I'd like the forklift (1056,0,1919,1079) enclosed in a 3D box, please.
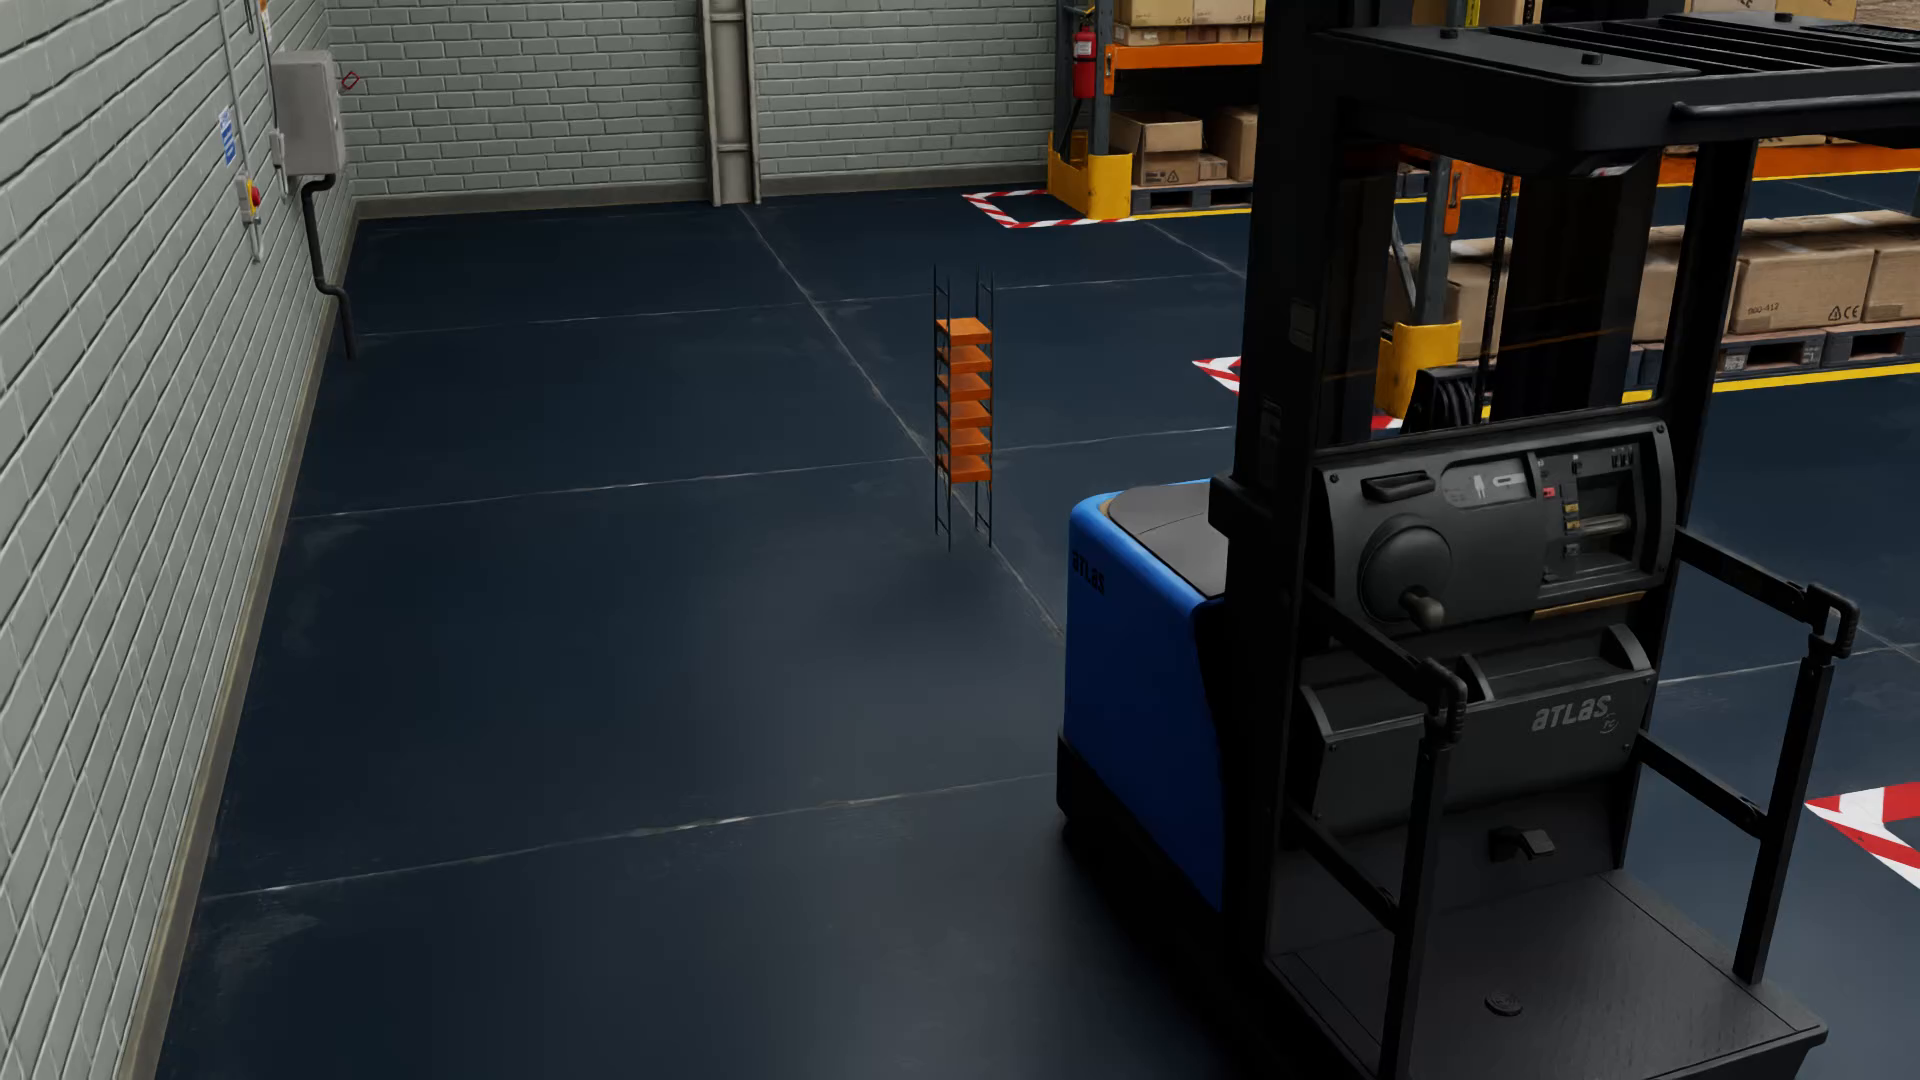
[{"bbox_3d":[1.301,-0.010,3.557,1.130,2.935,3.031,-9,25,-19],"label":"forklift"}]

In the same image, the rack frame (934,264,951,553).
[{"bbox_3d":[-0.074,-0.543,6.994,0.006,1.200,0.240,-6,24,-14],"label":"rack frame"}]

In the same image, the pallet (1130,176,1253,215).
[{"bbox_3d":[1.813,-2.945,13.845,1.213,0.211,1.003,-6,24,-14],"label":"pallet"}]

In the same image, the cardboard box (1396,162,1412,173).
[{"bbox_3d":[3.420,-3.393,13.991,0.500,0.500,0.700,-7,24,-16],"label":"cardboard box"}]

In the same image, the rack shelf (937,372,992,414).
[{"bbox_3d":[0.014,-0.622,6.987,0.180,0.103,0.258,-6,24,-14],"label":"rack shelf"}]

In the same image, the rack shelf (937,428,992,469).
[{"bbox_3d":[0.014,-0.402,7.082,0.180,0.103,0.258,-6,24,-14],"label":"rack shelf"}]

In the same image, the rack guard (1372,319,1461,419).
[{"bbox_3d":[2.294,-1.097,9.173,0.348,0.500,1.175,-6,24,-14],"label":"rack guard"}]

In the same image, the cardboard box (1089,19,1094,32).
[{"bbox_3d":[1.219,-4.154,13.447,0.250,0.149,0.380,-7,24,-15],"label":"cardboard box"}]

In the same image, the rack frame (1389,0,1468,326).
[{"bbox_3d":[2.317,-2.249,8.687,0.127,3.000,1.000,-6,24,-14],"label":"rack frame"}]

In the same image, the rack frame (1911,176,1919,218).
[{"bbox_3d":[6.169,-2.675,9.679,0.127,3.000,1.000,-6,24,-14],"label":"rack frame"}]

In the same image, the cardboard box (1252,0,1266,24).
[{"bbox_3d":[2.455,-4.256,13.177,0.500,0.250,0.500,-7,24,-15],"label":"cardboard box"}]

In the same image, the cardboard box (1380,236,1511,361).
[{"bbox_3d":[2.926,-1.372,9.361,0.875,0.438,0.875,-7,24,-16],"label":"cardboard box"}]

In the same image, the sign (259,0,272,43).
[{"bbox_3d":[-3.717,-2.789,8.898,0.001,0.242,0.339,-6,24,-14],"label":"sign"}]

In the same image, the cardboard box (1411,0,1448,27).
[{"bbox_3d":[2.717,-2.896,8.800,0.500,0.500,0.500,-6,24,-13],"label":"cardboard box"}]

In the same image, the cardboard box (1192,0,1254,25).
[{"bbox_3d":[1.968,-4.200,13.048,0.500,0.250,0.500,-6,24,-14],"label":"cardboard box"}]

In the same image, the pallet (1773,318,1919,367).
[{"bbox_3d":[5.415,-1.342,10.110,1.213,0.211,1.003,-6,24,-14],"label":"pallet"}]

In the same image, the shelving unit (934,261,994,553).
[{"bbox_3d":[0.014,-0.553,7.017,0.189,1.200,0.258,-6,24,-14],"label":"shelving unit"}]

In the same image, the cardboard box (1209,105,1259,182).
[{"bbox_3d":[2.421,-3.282,13.733,0.500,0.500,0.700,-5,24,-12],"label":"cardboard box"}]

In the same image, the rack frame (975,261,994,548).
[{"bbox_3d":[0.102,-0.563,7.040,0.006,1.200,0.240,-6,24,-14],"label":"rack frame"}]

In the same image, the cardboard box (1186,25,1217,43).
[{"bbox_3d":[1.840,-4.034,13.166,0.250,0.149,0.380,-7,24,-15],"label":"cardboard box"}]

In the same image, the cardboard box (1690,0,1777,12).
[{"bbox_3d":[3.845,-2.813,8.606,0.500,0.500,0.500,-6,24,-15],"label":"cardboard box"}]

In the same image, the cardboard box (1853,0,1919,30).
[{"bbox_3d":[4.811,-2.916,8.848,0.500,0.500,0.500,-6,24,-14],"label":"cardboard box"}]

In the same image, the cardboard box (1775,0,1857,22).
[{"bbox_3d":[4.326,-2.866,8.730,0.500,0.500,0.500,-6,24,-14],"label":"cardboard box"}]

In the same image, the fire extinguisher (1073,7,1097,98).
[{"bbox_3d":[0.956,-3.735,12.721,0.183,0.674,0.296,-6,24,-14],"label":"fire extinguisher"}]

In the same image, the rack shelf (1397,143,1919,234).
[{"bbox_3d":[4.243,-2.131,9.325,4.000,0.370,1.077,-6,24,-14],"label":"rack shelf"}]

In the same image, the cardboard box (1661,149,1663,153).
[{"bbox_3d":[3.337,-2.301,8.682,0.500,0.500,0.500,-7,24,-15],"label":"cardboard box"}]

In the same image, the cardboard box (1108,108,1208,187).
[{"bbox_3d":[1.587,-3.208,13.555,0.637,0.503,0.797,-7,24,-16],"label":"cardboard box"}]

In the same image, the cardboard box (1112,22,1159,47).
[{"bbox_3d":[1.364,-3.948,12.966,0.250,0.149,0.380,-6,24,-15],"label":"cardboard box"}]

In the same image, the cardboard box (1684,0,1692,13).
[{"bbox_3d":[3.352,-2.755,8.471,0.500,0.500,0.500,-7,24,-16],"label":"cardboard box"}]

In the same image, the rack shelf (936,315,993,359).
[{"bbox_3d":[0.014,-0.843,6.893,0.180,0.103,0.258,-6,24,-14],"label":"rack shelf"}]

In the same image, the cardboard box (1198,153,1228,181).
[{"bbox_3d":[2.007,-3.075,13.696,0.250,0.149,0.380,-7,24,-16],"label":"cardboard box"}]

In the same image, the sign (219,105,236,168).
[{"bbox_3d":[-3.151,-1.738,7.155,0.001,0.218,0.327,-6,24,-14],"label":"sign"}]

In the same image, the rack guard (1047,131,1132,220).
[{"bbox_3d":[1.046,-2.992,13.589,0.348,0.500,1.175,-6,24,-14],"label":"rack guard"}]

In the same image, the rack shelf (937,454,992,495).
[{"bbox_3d":[0.014,-0.292,7.129,0.180,0.103,0.258,-6,24,-14],"label":"rack shelf"}]

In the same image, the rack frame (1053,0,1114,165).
[{"bbox_3d":[0.973,-4.133,13.077,0.127,3.000,1.000,-6,24,-14],"label":"rack frame"}]

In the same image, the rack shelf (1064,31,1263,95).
[{"bbox_3d":[2.899,-4.015,13.716,4.000,0.370,1.077,-6,24,-14],"label":"rack shelf"}]

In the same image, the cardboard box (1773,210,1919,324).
[{"bbox_3d":[5.535,-1.664,10.041,0.875,0.438,0.875,-7,24,-15],"label":"cardboard box"}]

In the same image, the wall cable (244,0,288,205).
[{"bbox_3d":[-3.500,-2.643,8.318,0.122,1.984,0.588,-6,24,-14],"label":"wall cable"}]

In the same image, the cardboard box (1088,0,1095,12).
[{"bbox_3d":[1.344,-4.350,13.397,0.500,0.250,0.500,-6,24,-13],"label":"cardboard box"}]

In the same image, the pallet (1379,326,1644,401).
[{"bbox_3d":[3.066,-1.082,9.504,1.213,0.211,1.003,-6,24,-14],"label":"pallet"}]

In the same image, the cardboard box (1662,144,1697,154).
[{"bbox_3d":[3.831,-2.349,8.792,0.500,0.500,0.500,-6,24,-15],"label":"cardboard box"}]

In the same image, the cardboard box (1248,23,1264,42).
[{"bbox_3d":[2.354,-4.068,13.245,0.250,0.149,0.380,-6,24,-14],"label":"cardboard box"}]

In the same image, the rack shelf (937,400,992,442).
[{"bbox_3d":[0.014,-0.512,7.035,0.180,0.103,0.258,-6,24,-14],"label":"rack shelf"}]

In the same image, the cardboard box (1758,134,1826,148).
[{"bbox_3d":[4.309,-2.408,8.932,0.500,0.500,0.500,-6,24,-13],"label":"cardboard box"}]

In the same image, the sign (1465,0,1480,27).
[{"bbox_3d":[2.461,-2.472,8.008,0.005,0.325,0.100,-6,24,-14],"label":"sign"}]

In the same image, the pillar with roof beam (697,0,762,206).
[{"bbox_3d":[-0.704,-5.310,8.214,0.400,9.000,9.100,-6,24,-14],"label":"pillar with roof beam"}]

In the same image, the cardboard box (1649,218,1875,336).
[{"bbox_3d":[4.673,-1.569,9.818,0.875,0.438,0.875,-7,24,-16],"label":"cardboard box"}]

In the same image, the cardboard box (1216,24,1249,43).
[{"bbox_3d":[2.099,-4.038,13.174,0.250,0.149,0.380,-6,24,-13],"label":"cardboard box"}]

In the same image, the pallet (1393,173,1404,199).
[{"bbox_3d":[2.986,-3.073,14.145,1.213,0.211,1.003,-6,24,-14],"label":"pallet"}]

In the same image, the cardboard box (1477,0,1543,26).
[{"bbox_3d":[2.856,-2.697,8.337,0.500,0.500,0.500,-7,24,-16],"label":"cardboard box"}]

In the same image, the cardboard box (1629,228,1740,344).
[{"bbox_3d":[3.805,-1.473,9.596,0.875,0.438,0.875,-6,24,-13],"label":"cardboard box"}]

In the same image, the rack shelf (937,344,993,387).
[{"bbox_3d":[0.014,-0.733,6.940,0.180,0.103,0.258,-6,24,-14],"label":"rack shelf"}]

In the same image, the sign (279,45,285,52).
[{"bbox_3d":[-3.865,-2.574,9.565,0.001,0.494,0.329,-6,24,-14],"label":"sign"}]

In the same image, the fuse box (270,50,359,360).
[{"bbox_3d":[-3.533,-1.860,9.415,0.414,1.711,0.539,-6,24,-14],"label":"fuse box"}]

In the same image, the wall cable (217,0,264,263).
[{"bbox_3d":[-3.105,-2.120,7.060,0.123,1.953,0.585,-6,24,-14],"label":"wall cable"}]

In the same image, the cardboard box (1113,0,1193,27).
[{"bbox_3d":[1.483,-4.147,12.923,0.500,0.250,0.500,-6,24,-14],"label":"cardboard box"}]

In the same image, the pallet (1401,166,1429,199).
[{"bbox_3d":[4.163,-3.204,14.451,1.213,0.211,1.003,-6,24,-14],"label":"pallet"}]

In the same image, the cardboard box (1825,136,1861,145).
[{"bbox_3d":[4.817,-2.458,9.048,0.500,0.500,0.500,-7,24,-15],"label":"cardboard box"}]

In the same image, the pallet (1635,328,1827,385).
[{"bbox_3d":[4.238,-1.211,9.804,1.213,0.211,1.003,-6,24,-14],"label":"pallet"}]

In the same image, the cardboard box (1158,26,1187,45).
[{"bbox_3d":[1.596,-3.993,13.070,0.250,0.149,0.380,-6,24,-13],"label":"cardboard box"}]
